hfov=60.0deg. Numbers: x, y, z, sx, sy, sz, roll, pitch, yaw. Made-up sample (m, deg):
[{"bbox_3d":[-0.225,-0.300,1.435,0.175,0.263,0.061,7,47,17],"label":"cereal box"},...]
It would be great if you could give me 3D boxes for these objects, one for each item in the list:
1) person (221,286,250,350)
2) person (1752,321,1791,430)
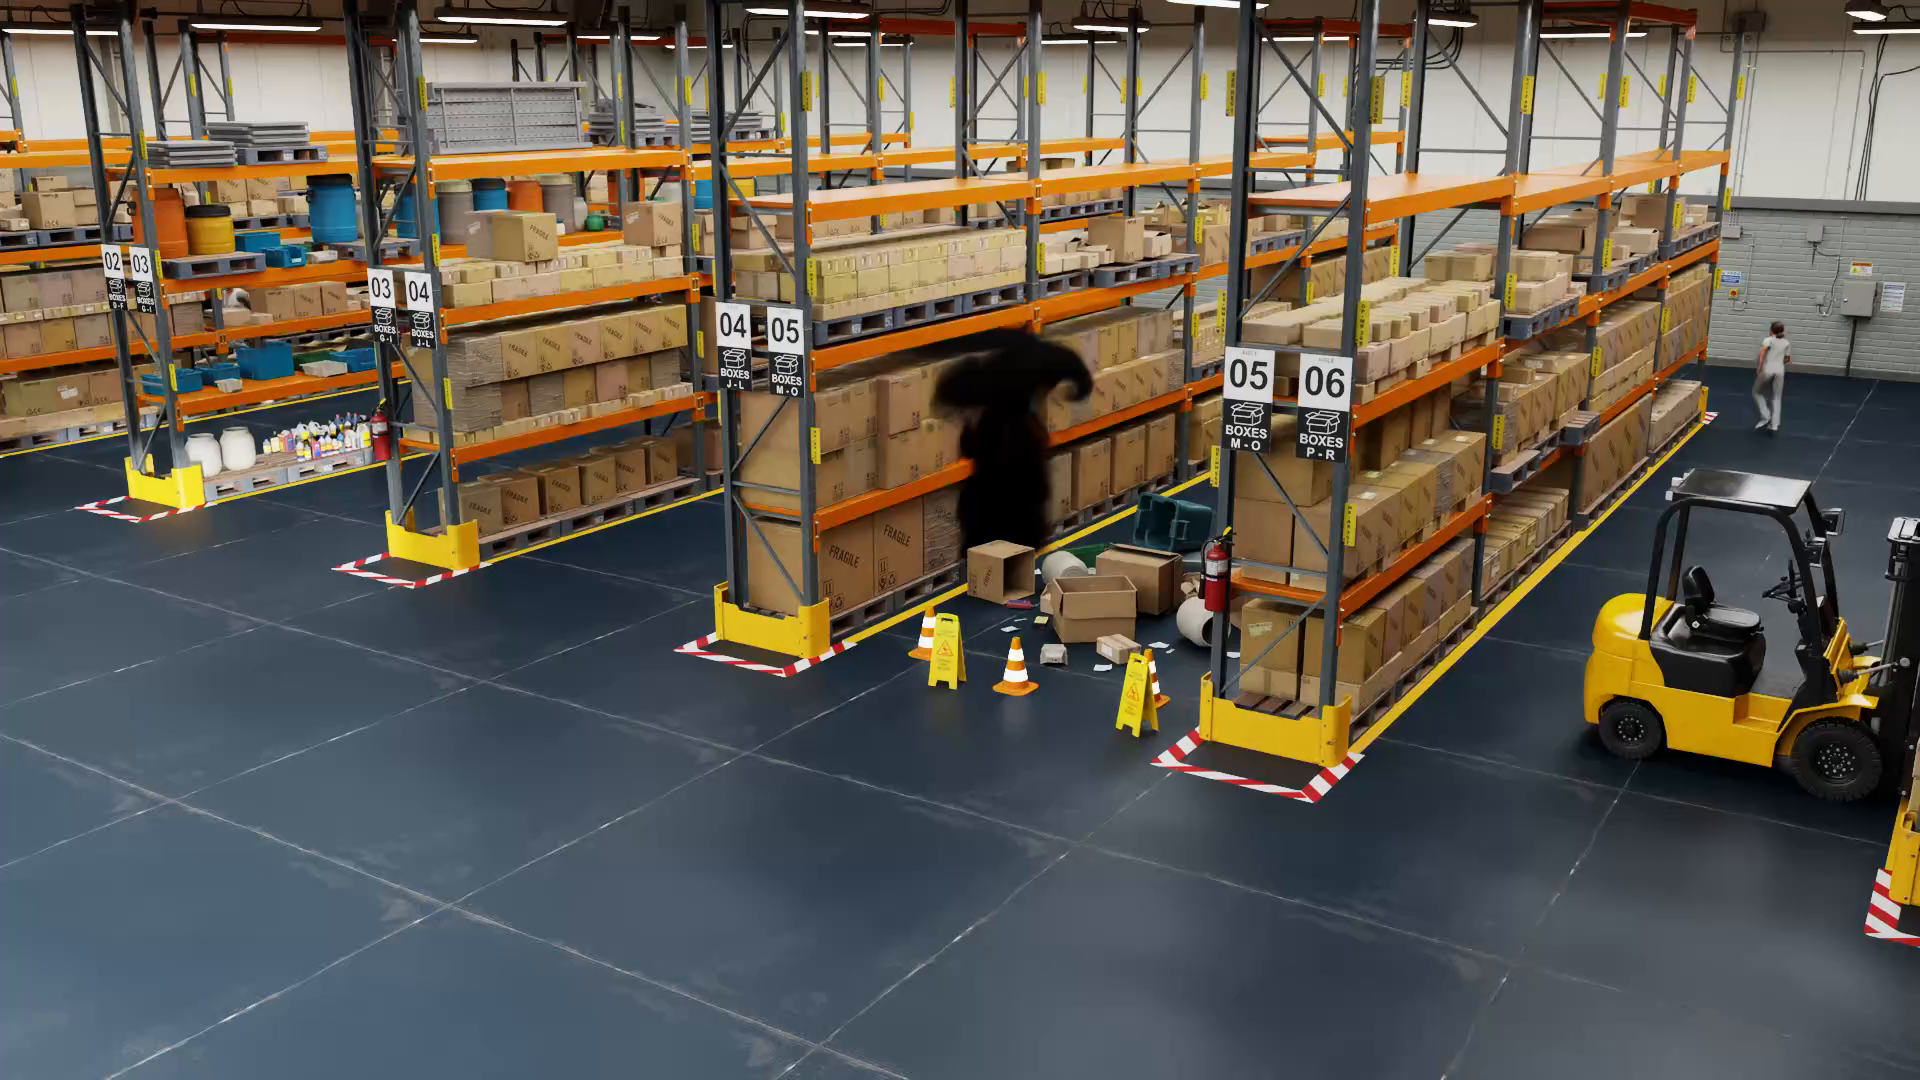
[{"bbox_3d":[-13.063,-3.908,29.938,0.637,1.766,0.778,8,17,26],"label":"person"},{"bbox_3d":[12.216,-2.441,24.994,0.533,1.640,0.760,2,16,7],"label":"person"}]
